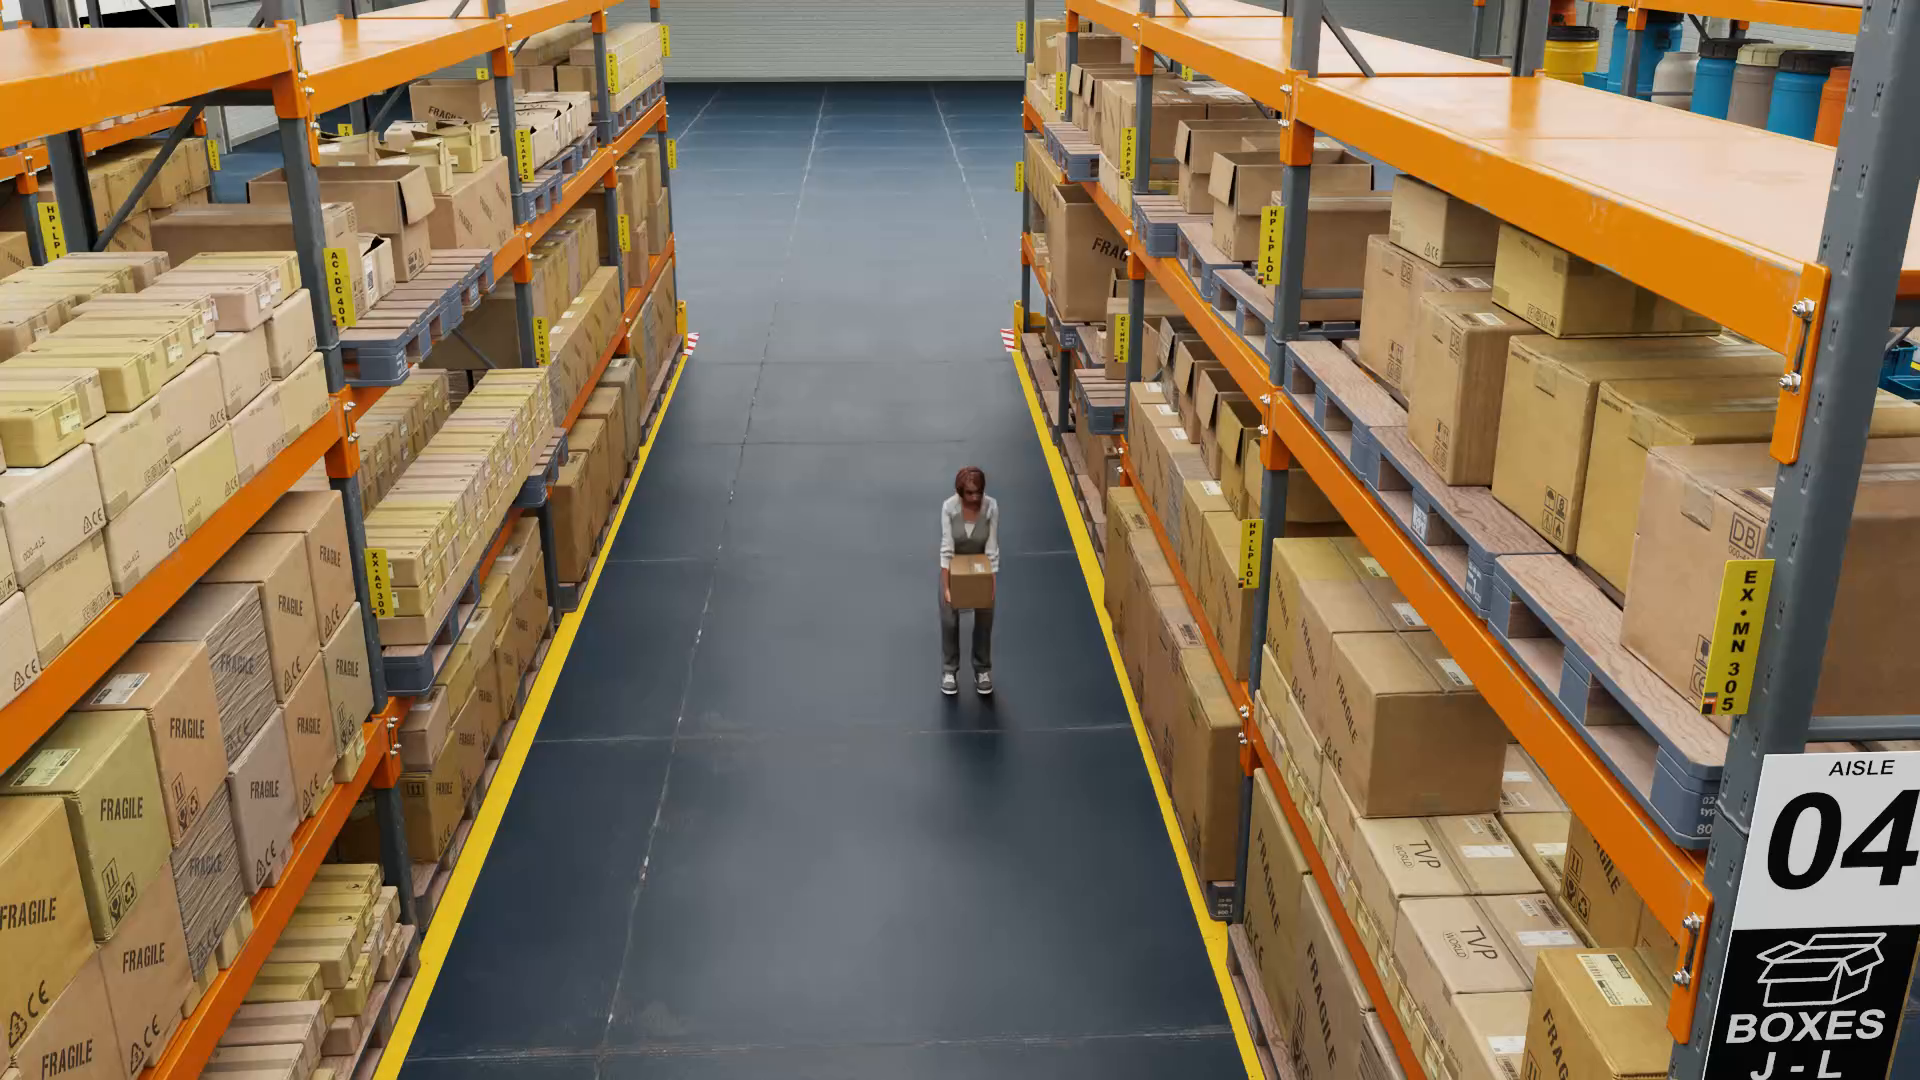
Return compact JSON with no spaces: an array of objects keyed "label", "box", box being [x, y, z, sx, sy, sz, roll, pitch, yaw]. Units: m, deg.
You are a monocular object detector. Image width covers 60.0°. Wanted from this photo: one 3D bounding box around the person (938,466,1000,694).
[{"label":"person","box":[0.052,0.256,10.479,0.373,1.560,0.533,-2,21,-4]}]
